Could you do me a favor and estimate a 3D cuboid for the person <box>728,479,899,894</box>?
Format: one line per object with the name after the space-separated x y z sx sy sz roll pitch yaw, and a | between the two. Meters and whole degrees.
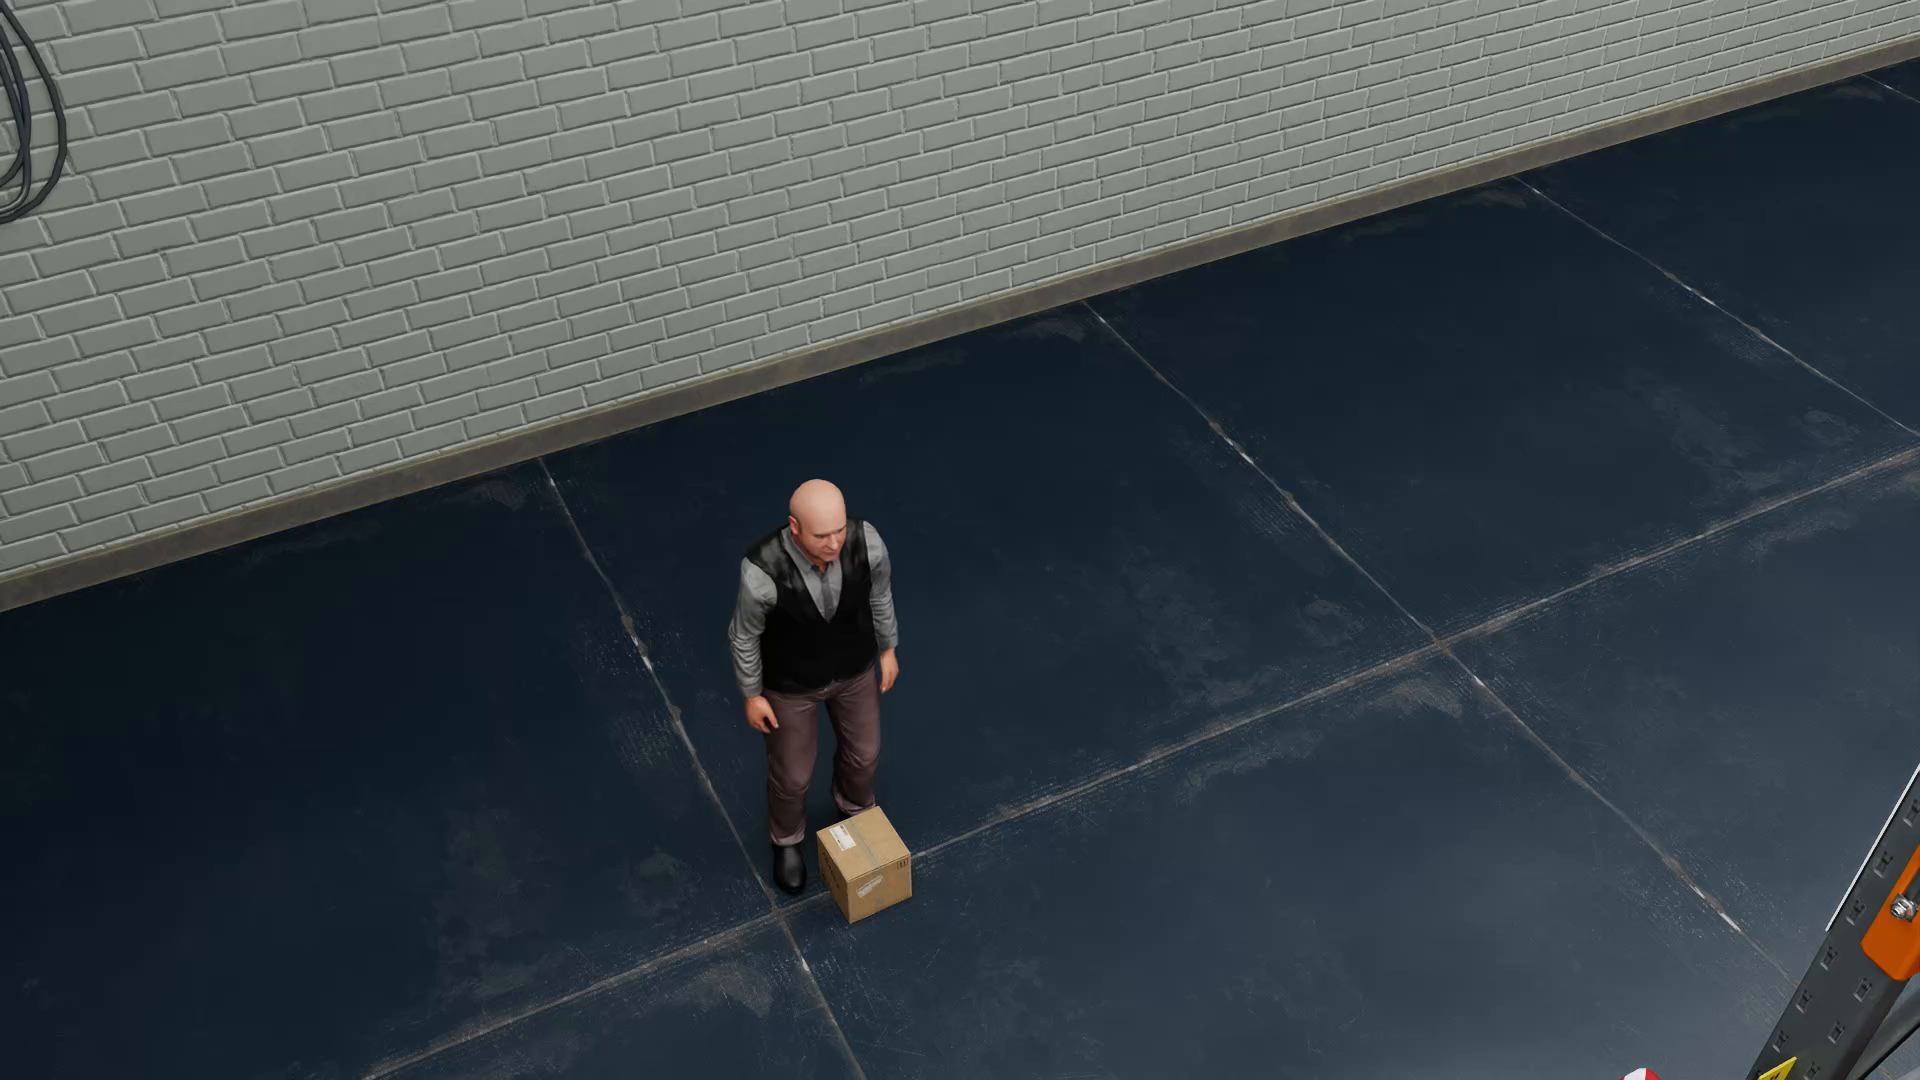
-0.485 0.448 5.660 0.580 1.721 0.420 -19 44 -20 | person
